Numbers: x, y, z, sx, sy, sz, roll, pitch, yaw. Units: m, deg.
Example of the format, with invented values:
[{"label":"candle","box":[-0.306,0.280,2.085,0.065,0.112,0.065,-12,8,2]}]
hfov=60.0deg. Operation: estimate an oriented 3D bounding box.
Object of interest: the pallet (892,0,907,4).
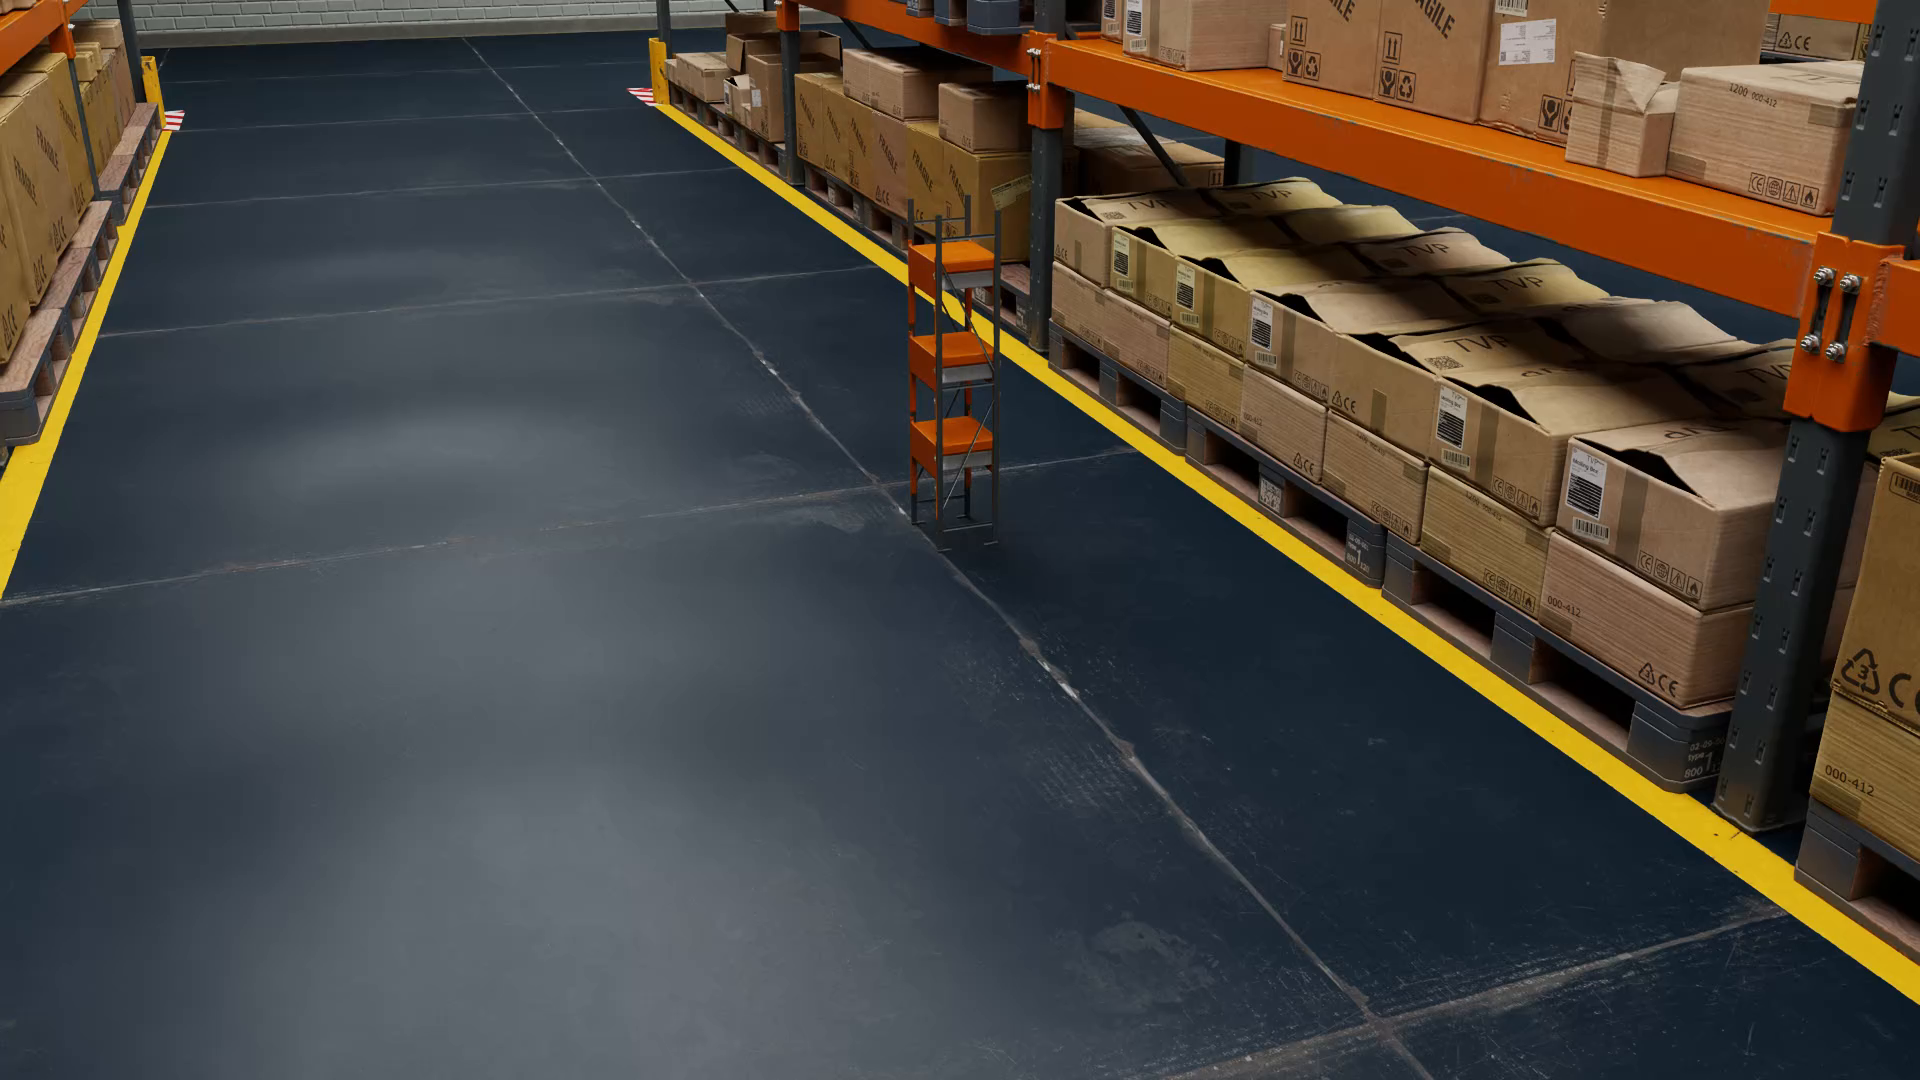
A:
[{"label":"pallet","box":[0.095,-2.884,8.479,1.003,0.211,1.213,-8,24,-19]}]

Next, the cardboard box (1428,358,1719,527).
[{"label":"cardboard box","box":[1.599,-0.294,4.364,0.500,0.311,0.500,-8,24,-18]}]

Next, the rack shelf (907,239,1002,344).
[{"label":"rack shelf","box":[-0.019,-0.755,4.986,0.215,0.259,0.240,-8,24,-19]}]

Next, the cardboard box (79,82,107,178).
[{"label":"cardboard box","box":[-5.428,-2.367,9.681,0.700,0.500,0.500,-8,24,-18]}]

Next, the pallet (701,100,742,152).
[{"label":"pallet","box":[-1.303,-3.129,12.402,1.003,0.211,1.213,-8,24,-19]}]

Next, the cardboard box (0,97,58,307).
[{"label":"cardboard box","box":[-4.287,-1.393,6.920,0.750,0.750,0.750,-8,24,-19]}]

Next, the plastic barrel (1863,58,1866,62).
[{"label":"plastic barrel","box":[5.233,-2.314,9.132,0.600,0.830,0.708,-8,24,-19]}]

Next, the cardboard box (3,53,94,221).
[{"label":"cardboard box","box":[-4.908,-2.024,8.417,0.750,0.750,0.750,-8,24,-18]}]

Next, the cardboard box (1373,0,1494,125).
[{"label":"cardboard box","box":[1.581,-1.514,4.852,0.500,0.500,0.500,-8,24,-19]}]

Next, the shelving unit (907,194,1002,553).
[{"label":"shelving unit","box":[-0.019,-0.503,5.092,0.215,1.050,0.252,-8,24,-19]}]

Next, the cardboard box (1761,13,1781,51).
[{"label":"cardboard box","box":[7.852,-5.194,15.905,0.875,0.875,0.875,-8,24,-19]}]

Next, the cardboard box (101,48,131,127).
[{"label":"cardboard box","box":[-6.155,-3.112,11.449,0.700,0.500,0.500,-8,24,-19]}]

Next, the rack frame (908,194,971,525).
[{"label":"rack frame","box":[-0.062,-0.548,5.197,0.200,1.050,0.008,-8,24,-19]}]

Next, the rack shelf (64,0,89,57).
[{"label":"rack shelf","box":[-5.966,-3.434,10.463,1.077,0.370,4.000,-8,24,-19]}]

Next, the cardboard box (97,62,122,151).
[{"label":"cardboard box","box":[-5.781,-2.736,10.558,0.700,0.500,0.500,-8,24,-18]}]

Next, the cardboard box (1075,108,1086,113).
[{"label":"cardboard box","box":[0.341,-2.084,8.984,0.500,0.500,0.500,-9,25,-21]}]

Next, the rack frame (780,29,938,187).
[{"label":"rack frame","box":[-0.627,-3.720,10.215,1.000,3.000,0.127,-8,24,-19]}]

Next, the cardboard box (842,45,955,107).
[{"label":"cardboard box","box":[-0.330,-2.544,9.111,0.500,0.250,0.500,-8,24,-19]}]

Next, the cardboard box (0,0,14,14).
[{"label":"cardboard box","box":[-4.542,-2.474,7.556,0.380,0.149,0.250,-8,24,-19]}]

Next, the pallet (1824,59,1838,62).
[{"label":"pallet","box":[8.447,-4.080,14.659,1.003,0.211,1.213,-8,24,-19]}]

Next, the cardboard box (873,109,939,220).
[{"label":"cardboard box","box":[-0.137,-2.003,8.793,0.500,0.500,0.500,-9,25,-21]}]

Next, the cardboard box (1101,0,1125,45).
[{"label":"cardboard box","box":[0.874,-2.088,6.456,0.500,0.311,0.500,-7,24,-16]}]

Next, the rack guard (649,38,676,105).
[{"label":"rack guard","box":[-2.013,-3.994,14.083,1.175,0.500,0.348,-8,24,-19]}]

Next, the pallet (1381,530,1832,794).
[{"label":"pallet","box":[1.903,0.209,4.482,1.003,0.211,1.213,-8,24,-19]}]

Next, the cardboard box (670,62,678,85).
[{"label":"cardboard box","box":[-2.125,-3.781,13.439,0.380,0.166,0.250,-8,24,-19]}]

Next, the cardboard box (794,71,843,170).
[{"label":"cardboard box","box":[-0.684,-2.562,10.118,0.500,0.500,0.500,-9,25,-21]}]

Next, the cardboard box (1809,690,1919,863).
[{"label":"cardboard box","box":[2.080,0.470,3.272,0.500,0.250,0.500,-8,24,-19]}]

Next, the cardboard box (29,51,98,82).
[{"label":"cardboard box","box":[-5.378,-2.815,9.910,0.380,0.149,0.250,-8,24,-17]}]

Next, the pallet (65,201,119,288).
[{"label":"pallet","box":[-4.916,-1.484,8.500,1.003,0.211,1.213,-8,24,-19]}]

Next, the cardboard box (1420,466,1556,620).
[{"label":"cardboard box","box":[1.605,-0.035,4.470,0.500,0.250,0.500,-9,24,-20]}]

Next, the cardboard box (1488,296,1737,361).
[{"label":"cardboard box","box":[1.931,-0.553,4.978,0.500,0.311,0.500,-9,25,-21]}]

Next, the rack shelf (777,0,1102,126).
[{"label":"rack shelf","box":[0.080,-2.662,8.630,1.077,0.370,4.000,-8,24,-19]}]

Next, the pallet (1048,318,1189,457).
[{"label":"pallet","box":[1.041,-0.677,6.586,1.003,0.211,1.213,-8,24,-19]}]

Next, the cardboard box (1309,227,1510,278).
[{"label":"cardboard box","box":[1.567,-0.924,5.857,0.500,0.311,0.500,-9,24,-19]}]

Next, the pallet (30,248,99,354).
[{"label":"pallet","box":[-4.482,-1.040,7.446,1.003,0.211,1.213,-8,24,-19]}]

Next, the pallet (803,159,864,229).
[{"label":"pallet","box":[-0.304,-2.145,10.067,1.003,0.211,1.213,-8,24,-19]}]

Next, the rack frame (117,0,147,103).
[{"label":"rack frame","box":[-6.673,-4.493,12.047,1.000,3.000,0.127,-8,24,-19]}]

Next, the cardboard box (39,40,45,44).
[{"label":"cardboard box","box":[-6.113,-3.150,10.704,0.380,0.149,0.250,-8,24,-18]}]

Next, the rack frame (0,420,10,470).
[{"label":"rack frame","box":[-3.846,-1.586,5.151,1.000,3.000,0.127,-8,24,-19]}]

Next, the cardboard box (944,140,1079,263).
[{"label":"cardboard box","box":[0.237,-1.625,7.896,0.500,0.500,0.500,-7,24,-17]}]

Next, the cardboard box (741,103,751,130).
[{"label":"cardboard box","box":[-1.282,-2.905,11.385,0.380,0.149,0.250,-8,24,-19]}]

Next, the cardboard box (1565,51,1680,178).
[{"label":"cardboard box","box":[1.717,-1.046,4.042,0.396,0.266,0.258,-9,24,-20]}]

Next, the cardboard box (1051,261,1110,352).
[{"label":"cardboard box","box":[0.697,-0.963,6.672,0.500,0.250,0.500,-8,24,-19]}]

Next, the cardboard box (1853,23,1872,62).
[{"label":"cardboard box","box":[8.484,-4.543,14.362,0.875,0.875,0.875,-8,24,-19]}]

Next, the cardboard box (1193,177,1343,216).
[{"label":"cardboard box","box":[1.202,-1.295,6.739,0.500,0.311,0.500,-8,24,-18]}]

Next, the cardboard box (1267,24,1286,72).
[{"label":"cardboard box","box":[1.290,-1.695,5.734,0.380,0.149,0.250,-7,24,-15]}]

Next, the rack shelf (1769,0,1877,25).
[{"label":"rack shelf","box":[4.715,-3.340,10.239,1.077,0.370,4.000,-8,24,-19]}]

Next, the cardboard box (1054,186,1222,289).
[{"label":"cardboard box","box":[0.697,-1.221,6.563,0.500,0.311,0.500,-7,24,-17]}]

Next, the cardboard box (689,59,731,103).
[{"label":"cardboard box","box":[-1.760,-3.510,12.688,0.500,0.250,0.500,-8,24,-19]}]

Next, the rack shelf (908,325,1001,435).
[{"label":"rack shelf","box":[-0.019,-0.493,5.096,0.215,0.259,0.240,-8,24,-19]}]

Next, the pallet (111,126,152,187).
[{"label":"pallet","box":[-5.890,-2.485,10.875,1.003,0.211,1.213,-8,24,-19]}]
